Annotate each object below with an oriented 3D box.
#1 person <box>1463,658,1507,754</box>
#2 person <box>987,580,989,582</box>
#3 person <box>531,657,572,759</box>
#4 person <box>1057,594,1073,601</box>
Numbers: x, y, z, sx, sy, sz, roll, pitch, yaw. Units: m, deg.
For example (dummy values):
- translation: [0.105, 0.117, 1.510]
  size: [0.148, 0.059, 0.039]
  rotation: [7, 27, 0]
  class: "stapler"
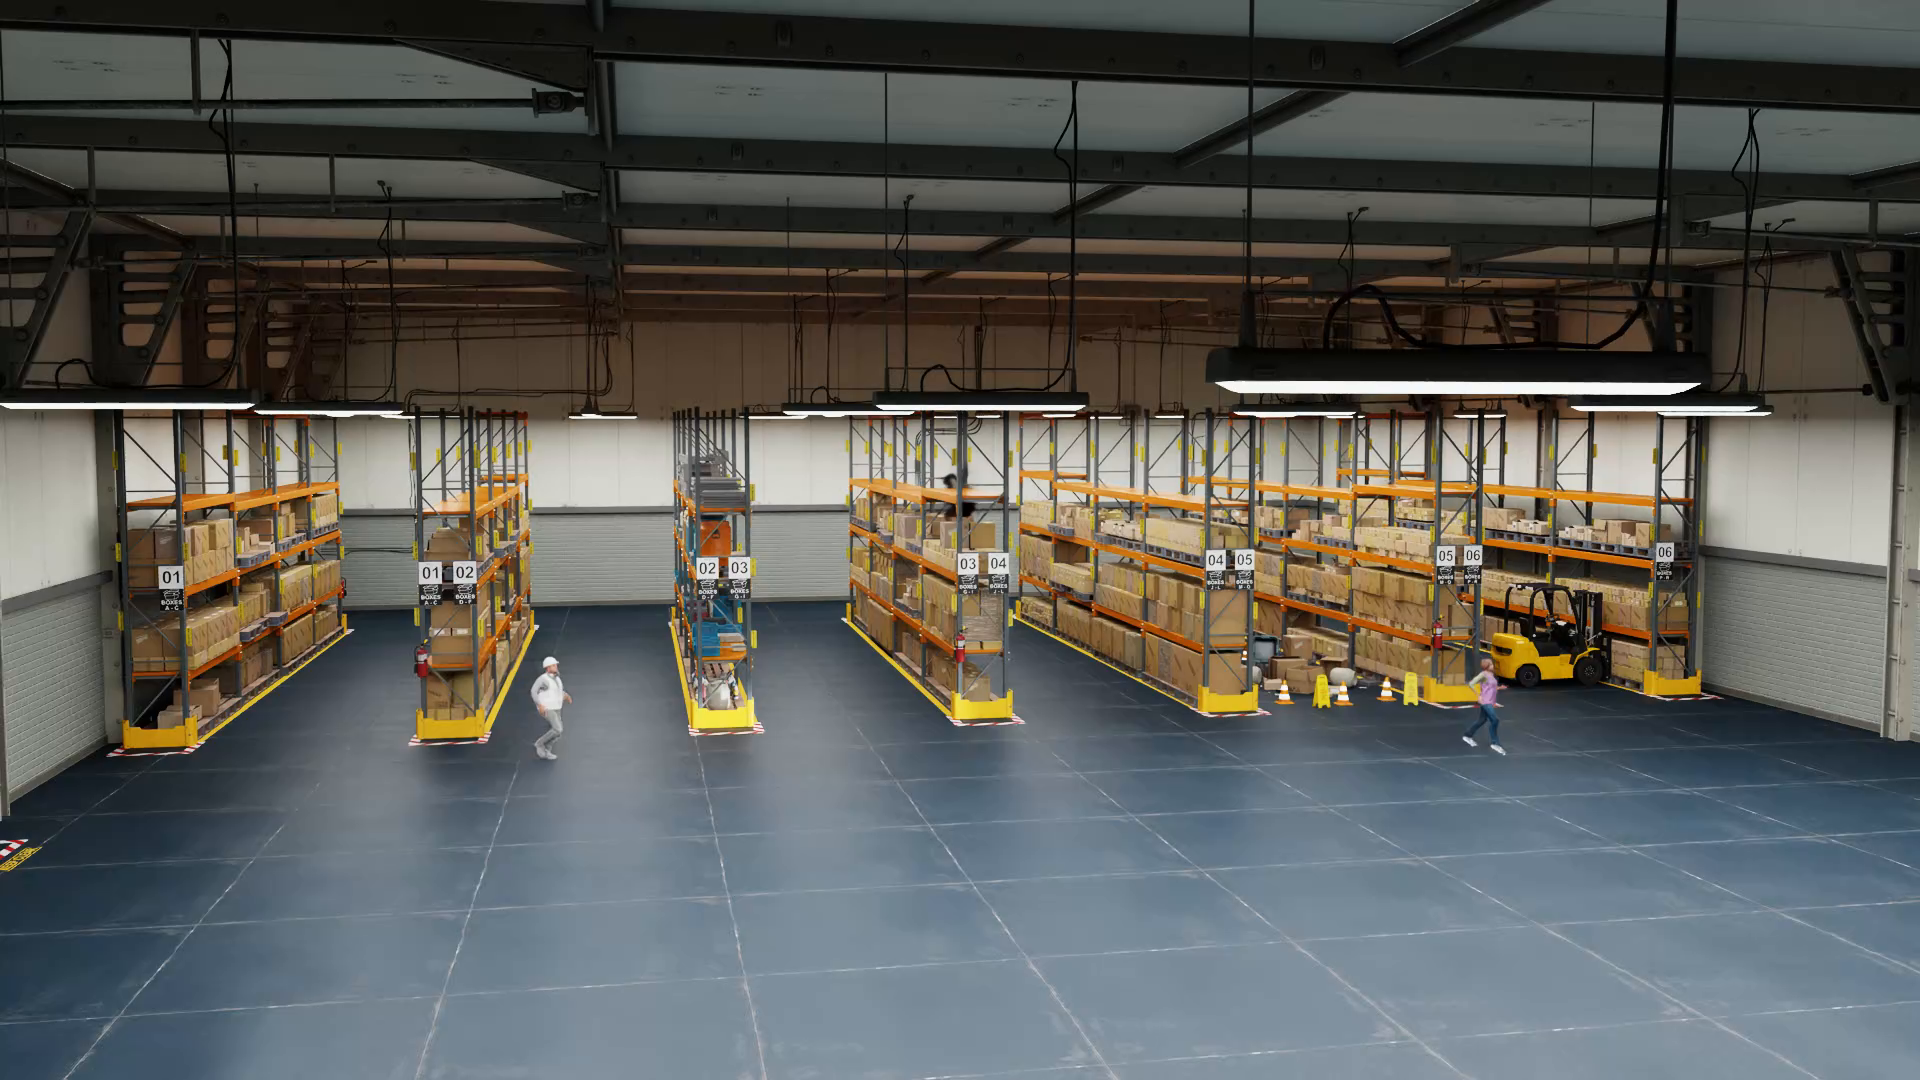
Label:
- translation: [9.104, 2.859, 28.836]
  size: [0.783, 1.631, 0.518]
  rotation: [3, 5, 32]
  class: "person"
- translation: [0.950, 1.671, 45.917]
  size: [0.509, 1.650, 0.721]
  rotation: [0, 4, -4]
  class: "person"
- translation: [-6.892, 2.851, 28.190]
  size: [0.568, 1.742, 0.669]
  rotation: [1, 4, 16]
  class: "person"
- translation: [3.064, 1.379, 49.600]
  size: [0.910, 1.632, 0.684]
  rotation: [3, 5, 40]
  class: "person"
